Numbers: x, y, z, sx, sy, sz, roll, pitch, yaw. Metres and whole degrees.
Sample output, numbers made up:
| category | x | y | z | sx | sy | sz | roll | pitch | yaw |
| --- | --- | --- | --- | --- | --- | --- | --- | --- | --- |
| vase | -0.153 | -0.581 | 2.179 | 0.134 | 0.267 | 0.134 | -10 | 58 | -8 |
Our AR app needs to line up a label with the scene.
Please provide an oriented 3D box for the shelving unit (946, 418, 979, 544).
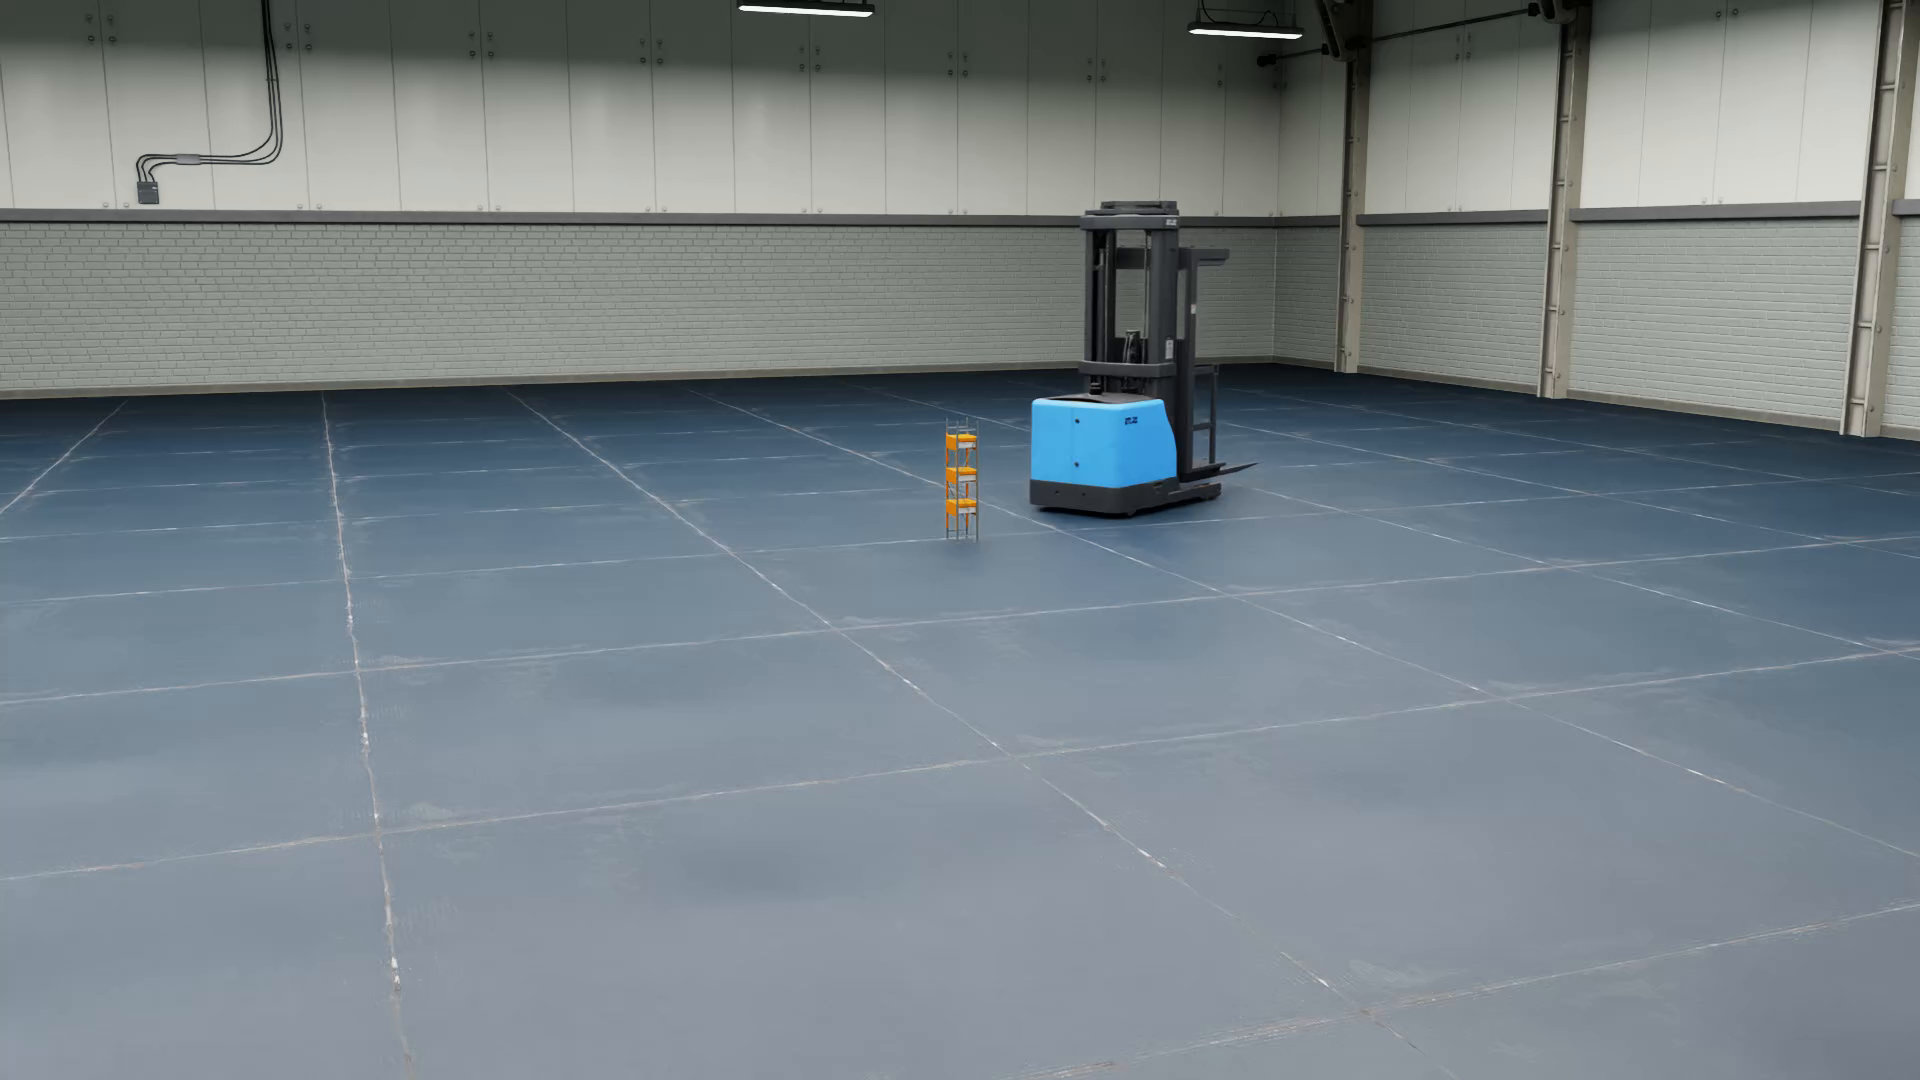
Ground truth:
| category | x | y | z | sx | sy | sz | roll | pitch | yaw |
| --- | --- | --- | --- | --- | --- | --- | --- | --- | --- |
| shelving unit | 0.019 | -0.508 | 14.279 | 0.215 | 1.050 | 0.252 | -4 | 11 | -21 |

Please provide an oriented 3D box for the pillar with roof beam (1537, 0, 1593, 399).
| category | x | y | z | sx | sy | sz | roll | pitch | yaw |
| --- | --- | --- | --- | --- | --- | --- | --- | --- | --- |
| pillar with roof beam | 5.904 | -6.544 | 25.516 | 9.100 | 9.000 | 0.548 | -4 | 11 | -21 |

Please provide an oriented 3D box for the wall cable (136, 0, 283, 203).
| category | x | y | z | sx | sy | sz | roll | pitch | yaw |
| --- | --- | --- | --- | --- | --- | --- | --- | --- | --- |
| wall cable | -12.598 | -8.637 | 27.569 | 2.305 | 6.003 | 0.169 | -4 | 11 | -21 |

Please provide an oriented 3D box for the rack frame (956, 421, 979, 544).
| category | x | y | z | sx | sy | sz | roll | pitch | yaw |
| --- | --- | --- | --- | --- | --- | --- | --- | --- | --- |
| rack frame | 0.064 | -0.488 | 14.167 | 0.200 | 1.050 | 0.008 | -4 | 11 | -21 |

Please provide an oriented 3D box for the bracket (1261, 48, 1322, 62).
| category | x | y | z | sx | sy | sz | roll | pitch | yaw |
| --- | --- | --- | --- | --- | --- | --- | --- | --- | --- |
| bracket | 6.616 | -9.905 | 34.130 | 0.076 | 0.066 | 3.189 | -4 | 11 | -21 |

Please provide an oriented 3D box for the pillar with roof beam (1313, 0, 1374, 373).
| category | x | y | z | sx | sy | sz | roll | pitch | yaw |
| --- | --- | --- | --- | --- | --- | --- | --- | --- | --- |
| pillar with roof beam | 3.730 | -7.524 | 31.022 | 9.100 | 9.000 | 0.548 | -4 | 11 | -21 |

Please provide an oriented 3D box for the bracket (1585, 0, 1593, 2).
| category | x | y | z | sx | sy | sz | roll | pitch | yaw |
| --- | --- | --- | --- | --- | --- | --- | --- | --- | --- |
| bracket | 10.670 | -8.079 | 23.865 | 0.076 | 0.066 | 4.783 | -4 | 11 | -21 |

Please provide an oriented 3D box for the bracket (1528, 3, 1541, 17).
| category | x | y | z | sx | sy | sz | roll | pitch | yaw |
| --- | --- | --- | --- | --- | --- | --- | --- | --- | --- |
| bracket | 9.435 | -8.635 | 26.991 | 0.235 | 0.232 | 0.430 | -4 | 11 | -21 |

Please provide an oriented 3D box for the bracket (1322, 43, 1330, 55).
| category | x | y | z | sx | sy | sz | roll | pitch | yaw |
| --- | --- | --- | --- | --- | --- | --- | --- | --- | --- |
| bracket | 7.261 | -9.614 | 32.497 | 0.235 | 0.232 | 0.430 | -4 | 11 | -21 |

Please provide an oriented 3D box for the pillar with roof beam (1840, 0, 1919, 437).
| category | x | y | z | sx | sy | sz | roll | pitch | yaw |
| --- | --- | --- | --- | --- | --- | --- | --- | --- | --- |
| pillar with roof beam | 8.078 | -5.565 | 20.010 | 9.100 | 9.000 | 0.400 | -4 | 11 | -21 |

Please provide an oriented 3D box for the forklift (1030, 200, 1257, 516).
| category | x | y | z | sx | sy | sz | roll | pitch | yaw |
| --- | --- | --- | --- | --- | --- | --- | --- | --- | --- |
| forklift | 1.976 | -1.874 | 16.585 | 1.130 | 2.935 | 3.031 | 8 | 13 | 38 |

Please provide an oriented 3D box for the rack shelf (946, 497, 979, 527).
| category | x | y | z | sx | sy | sz | roll | pitch | yaw |
| --- | --- | --- | --- | --- | --- | --- | --- | --- | --- |
| rack shelf | 0.019 | -0.224 | 14.330 | 0.215 | 0.259 | 0.240 | -4 | 11 | -21 |

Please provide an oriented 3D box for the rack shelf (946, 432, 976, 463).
| category | x | y | z | sx | sy | sz | roll | pitch | yaw |
| --- | --- | --- | --- | --- | --- | --- | --- | --- | --- |
| rack shelf | 0.019 | -0.777 | 14.231 | 0.215 | 0.259 | 0.240 | -4 | 11 | -21 |

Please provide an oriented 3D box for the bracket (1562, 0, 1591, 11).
| category | x | y | z | sx | sy | sz | roll | pitch | yaw |
| --- | --- | --- | --- | --- | --- | --- | --- | --- | --- |
| bracket | 9.736 | -8.499 | 26.229 | 0.235 | 0.232 | 0.430 | -4 | 11 | -21 |

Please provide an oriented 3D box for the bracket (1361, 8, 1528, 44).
| category | x | y | z | sx | sy | sz | roll | pitch | yaw |
| --- | --- | --- | --- | --- | --- | --- | --- | --- | --- |
| bracket | 8.495 | -9.058 | 29.371 | 0.076 | 0.066 | 4.783 | -4 | 11 | -21 |

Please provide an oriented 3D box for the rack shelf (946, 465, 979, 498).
| category | x | y | z | sx | sy | sz | roll | pitch | yaw |
| --- | --- | --- | --- | --- | --- | --- | --- | --- | --- |
| rack shelf | 0.019 | -0.498 | 14.281 | 0.215 | 0.259 | 0.240 | -4 | 11 | -21 |

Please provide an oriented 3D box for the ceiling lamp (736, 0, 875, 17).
| category | x | y | z | sx | sy | sz | roll | pitch | yaw |
| --- | --- | --- | --- | --- | --- | --- | --- | --- | --- |
| ceiling lamp | -2.322 | -9.259 | 24.112 | 2.000 | 3.185 | 0.800 | -4 | 11 | -21 |

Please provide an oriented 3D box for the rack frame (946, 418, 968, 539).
| category | x | y | z | sx | sy | sz | roll | pitch | yaw |
| --- | --- | --- | --- | --- | --- | --- | --- | --- | --- |
| rack frame | -0.025 | -0.528 | 14.391 | 0.200 | 1.050 | 0.008 | -4 | 11 | -21 |

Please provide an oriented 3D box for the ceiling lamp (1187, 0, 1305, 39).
| category | x | y | z | sx | sy | sz | roll | pitch | yaw |
| --- | --- | --- | --- | --- | --- | --- | --- | --- | --- |
| ceiling lamp | 4.519 | -9.725 | 26.731 | 2.000 | 3.185 | 0.800 | -4 | 11 | -21 |

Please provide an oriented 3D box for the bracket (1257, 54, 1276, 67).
| category | x | y | z | sx | sy | sz | roll | pitch | yaw |
| --- | --- | --- | --- | --- | --- | --- | --- | --- | --- |
| bracket | 6.402 | -10.001 | 34.672 | 0.235 | 0.232 | 0.430 | -4 | 11 | -21 |

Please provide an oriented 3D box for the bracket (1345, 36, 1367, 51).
| category | x | y | z | sx | sy | sz | roll | pitch | yaw |
| --- | --- | --- | --- | --- | --- | --- | --- | --- | --- |
| bracket | 7.562 | -9.479 | 31.735 | 0.235 | 0.232 | 0.430 | -4 | 11 | -21 |
